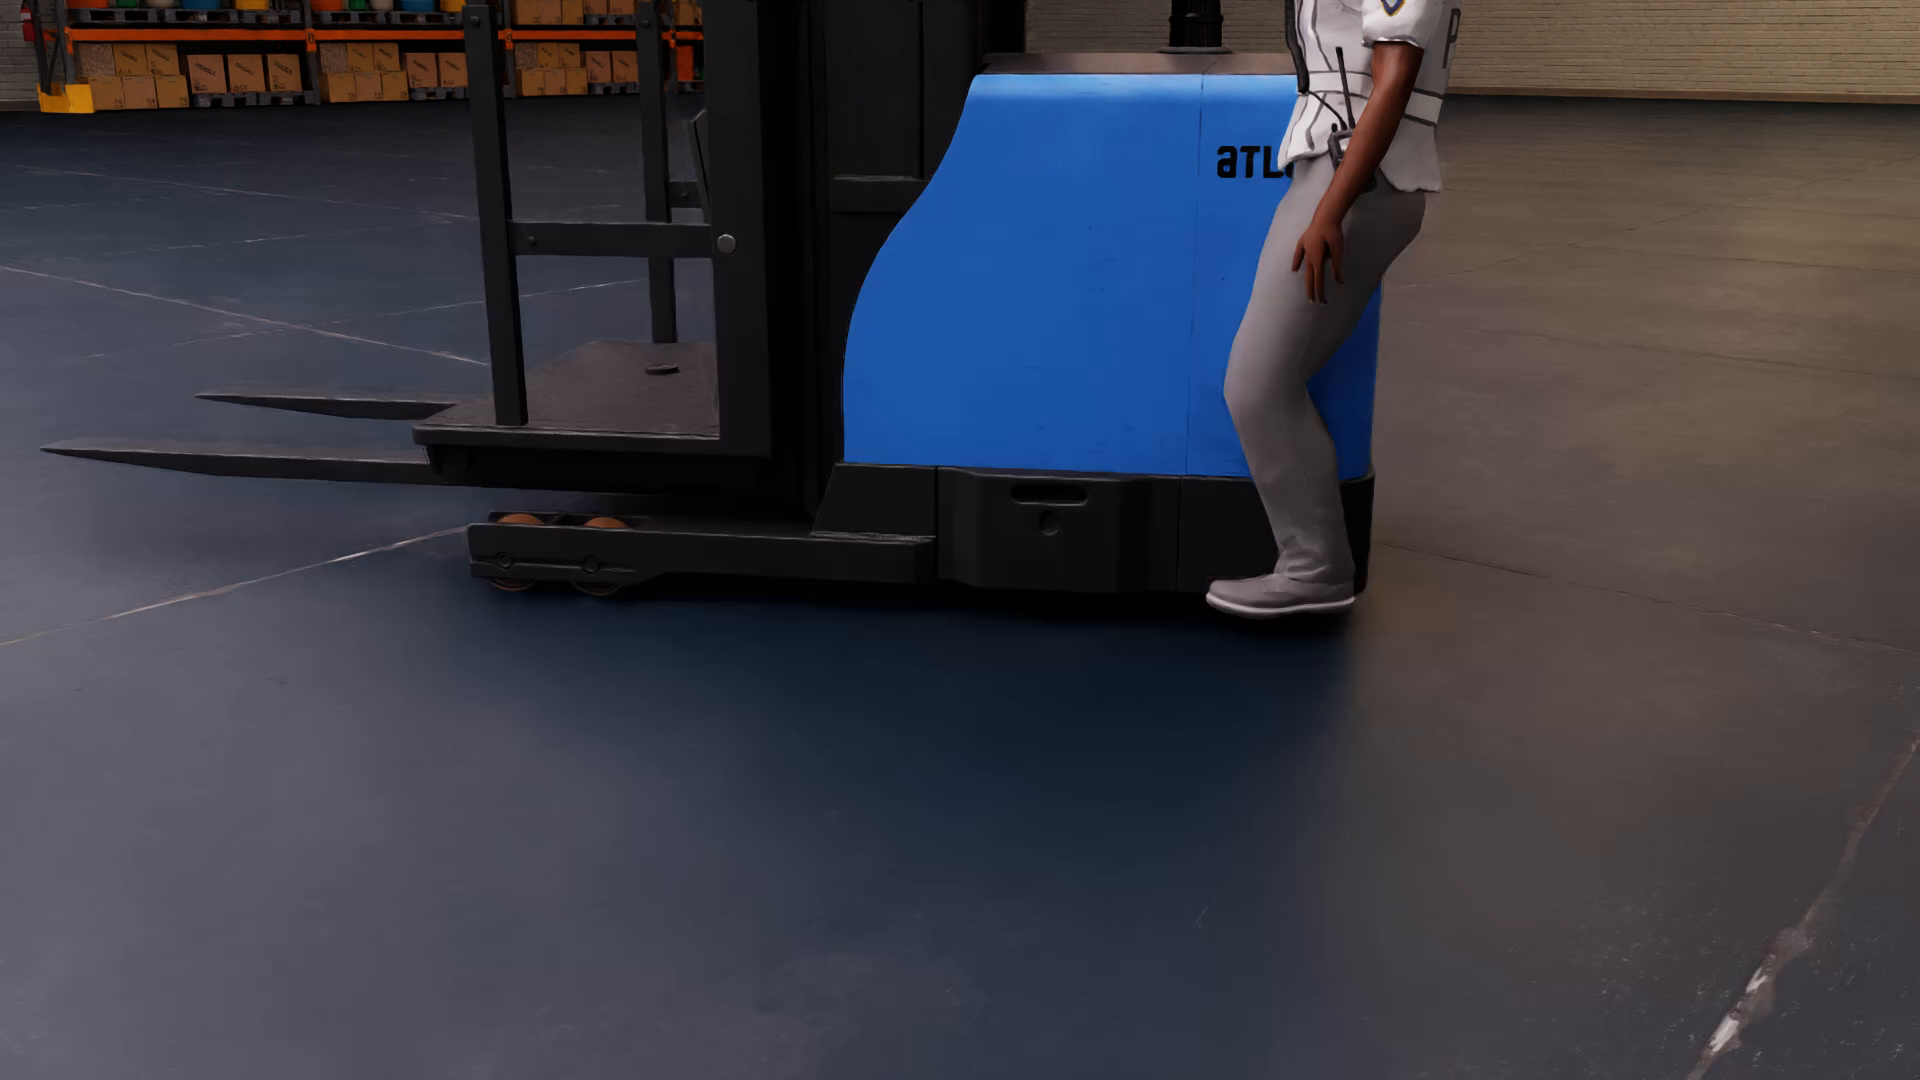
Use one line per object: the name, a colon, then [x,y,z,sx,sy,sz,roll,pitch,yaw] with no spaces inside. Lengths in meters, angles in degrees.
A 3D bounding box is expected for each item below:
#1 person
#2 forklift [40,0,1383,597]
person: [0.657,-0.645,3.135,0.512,1.696,0.567,2,17,7]
forklift: [-0.603,-1.430,3.608,3.031,2.935,1.130,3,17,9]
